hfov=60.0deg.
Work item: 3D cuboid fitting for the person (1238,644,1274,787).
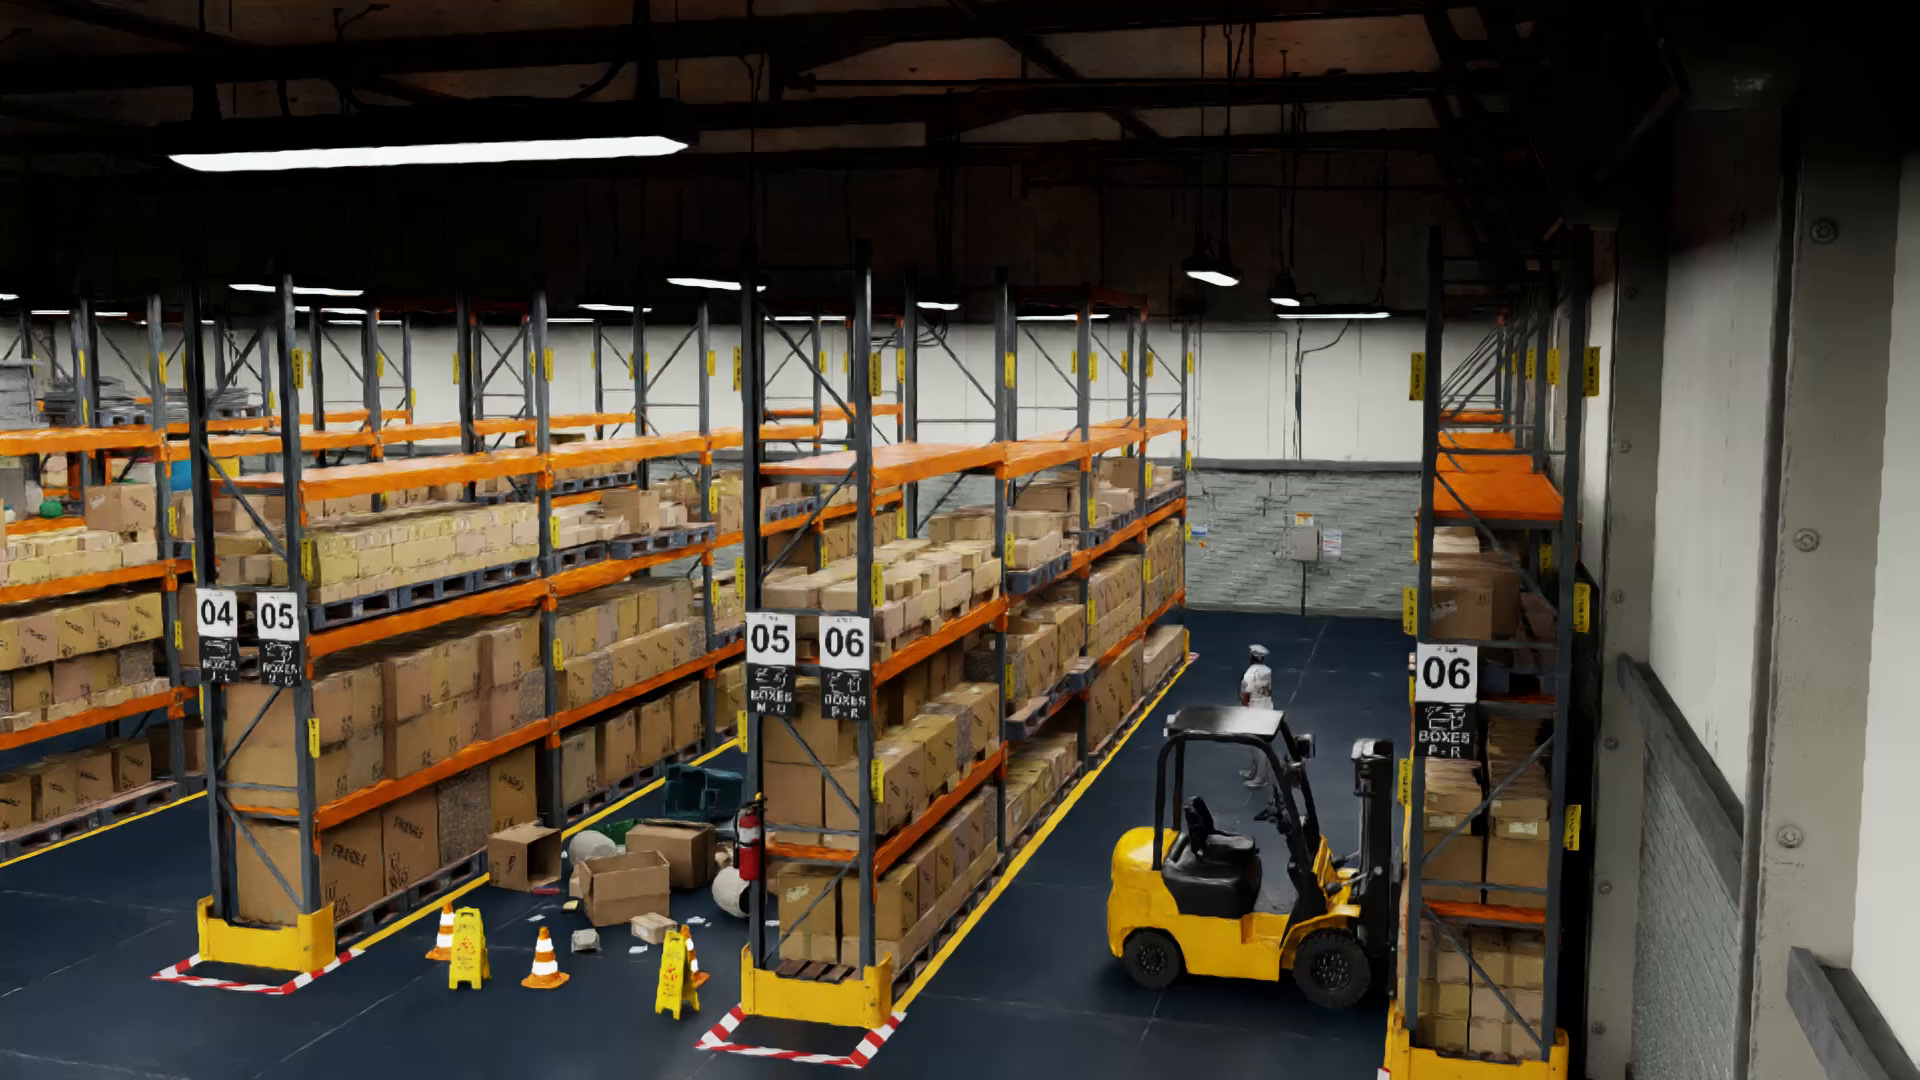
[{"bbox_3d":[3.553,2.096,20.022,0.545,1.652,0.574,6,9,43],"label":"person"}]

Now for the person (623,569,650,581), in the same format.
[{"bbox_3d":[-5.433,1.182,28.087,0.719,1.714,0.578,2,7,14],"label":"person"}]
